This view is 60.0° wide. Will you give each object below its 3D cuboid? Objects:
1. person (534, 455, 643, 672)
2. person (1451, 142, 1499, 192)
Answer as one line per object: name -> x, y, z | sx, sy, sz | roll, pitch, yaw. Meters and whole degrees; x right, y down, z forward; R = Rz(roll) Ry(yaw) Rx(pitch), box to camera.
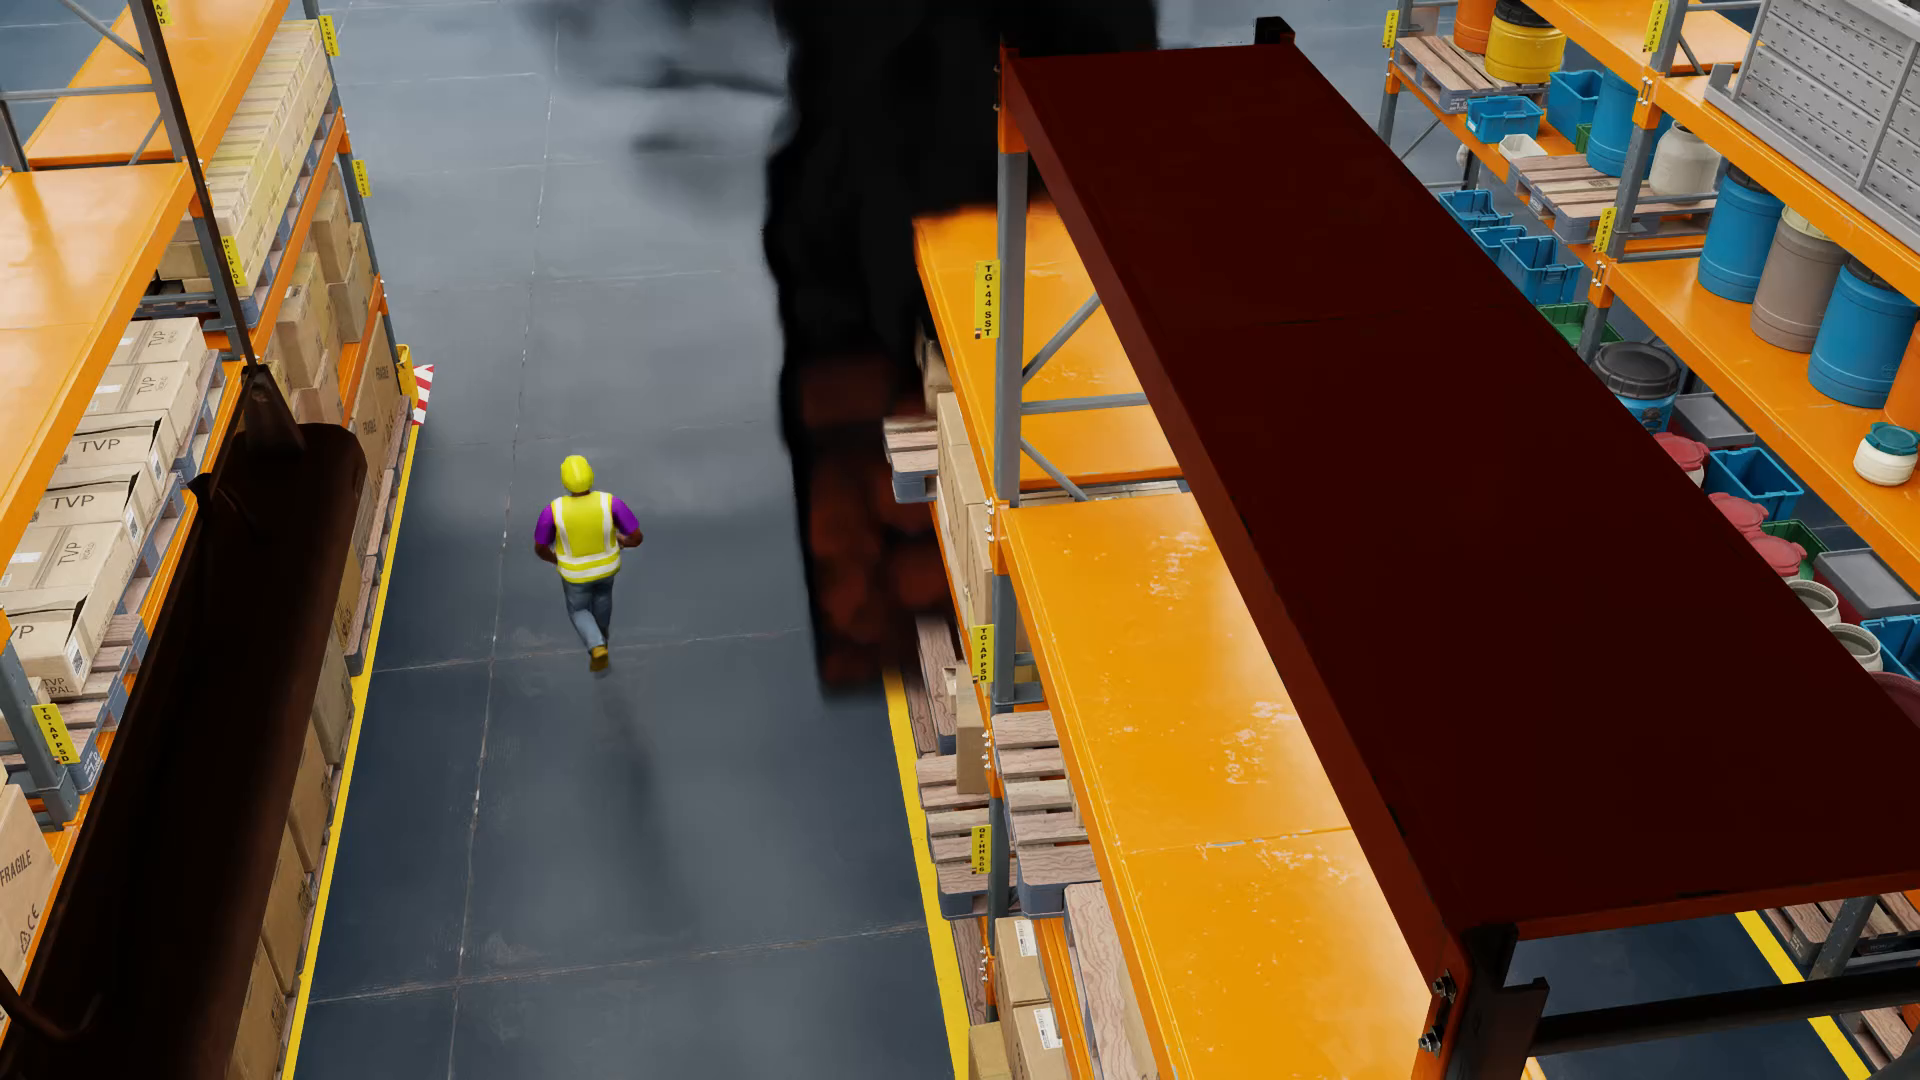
person -> -2.497, 0.199, 11.264 | 0.694, 1.748, 0.899 | -14, 39, -18
person -> 5.815, -4.553, 18.204 | 0.600, 1.751, 0.664 | 9, 37, 12
